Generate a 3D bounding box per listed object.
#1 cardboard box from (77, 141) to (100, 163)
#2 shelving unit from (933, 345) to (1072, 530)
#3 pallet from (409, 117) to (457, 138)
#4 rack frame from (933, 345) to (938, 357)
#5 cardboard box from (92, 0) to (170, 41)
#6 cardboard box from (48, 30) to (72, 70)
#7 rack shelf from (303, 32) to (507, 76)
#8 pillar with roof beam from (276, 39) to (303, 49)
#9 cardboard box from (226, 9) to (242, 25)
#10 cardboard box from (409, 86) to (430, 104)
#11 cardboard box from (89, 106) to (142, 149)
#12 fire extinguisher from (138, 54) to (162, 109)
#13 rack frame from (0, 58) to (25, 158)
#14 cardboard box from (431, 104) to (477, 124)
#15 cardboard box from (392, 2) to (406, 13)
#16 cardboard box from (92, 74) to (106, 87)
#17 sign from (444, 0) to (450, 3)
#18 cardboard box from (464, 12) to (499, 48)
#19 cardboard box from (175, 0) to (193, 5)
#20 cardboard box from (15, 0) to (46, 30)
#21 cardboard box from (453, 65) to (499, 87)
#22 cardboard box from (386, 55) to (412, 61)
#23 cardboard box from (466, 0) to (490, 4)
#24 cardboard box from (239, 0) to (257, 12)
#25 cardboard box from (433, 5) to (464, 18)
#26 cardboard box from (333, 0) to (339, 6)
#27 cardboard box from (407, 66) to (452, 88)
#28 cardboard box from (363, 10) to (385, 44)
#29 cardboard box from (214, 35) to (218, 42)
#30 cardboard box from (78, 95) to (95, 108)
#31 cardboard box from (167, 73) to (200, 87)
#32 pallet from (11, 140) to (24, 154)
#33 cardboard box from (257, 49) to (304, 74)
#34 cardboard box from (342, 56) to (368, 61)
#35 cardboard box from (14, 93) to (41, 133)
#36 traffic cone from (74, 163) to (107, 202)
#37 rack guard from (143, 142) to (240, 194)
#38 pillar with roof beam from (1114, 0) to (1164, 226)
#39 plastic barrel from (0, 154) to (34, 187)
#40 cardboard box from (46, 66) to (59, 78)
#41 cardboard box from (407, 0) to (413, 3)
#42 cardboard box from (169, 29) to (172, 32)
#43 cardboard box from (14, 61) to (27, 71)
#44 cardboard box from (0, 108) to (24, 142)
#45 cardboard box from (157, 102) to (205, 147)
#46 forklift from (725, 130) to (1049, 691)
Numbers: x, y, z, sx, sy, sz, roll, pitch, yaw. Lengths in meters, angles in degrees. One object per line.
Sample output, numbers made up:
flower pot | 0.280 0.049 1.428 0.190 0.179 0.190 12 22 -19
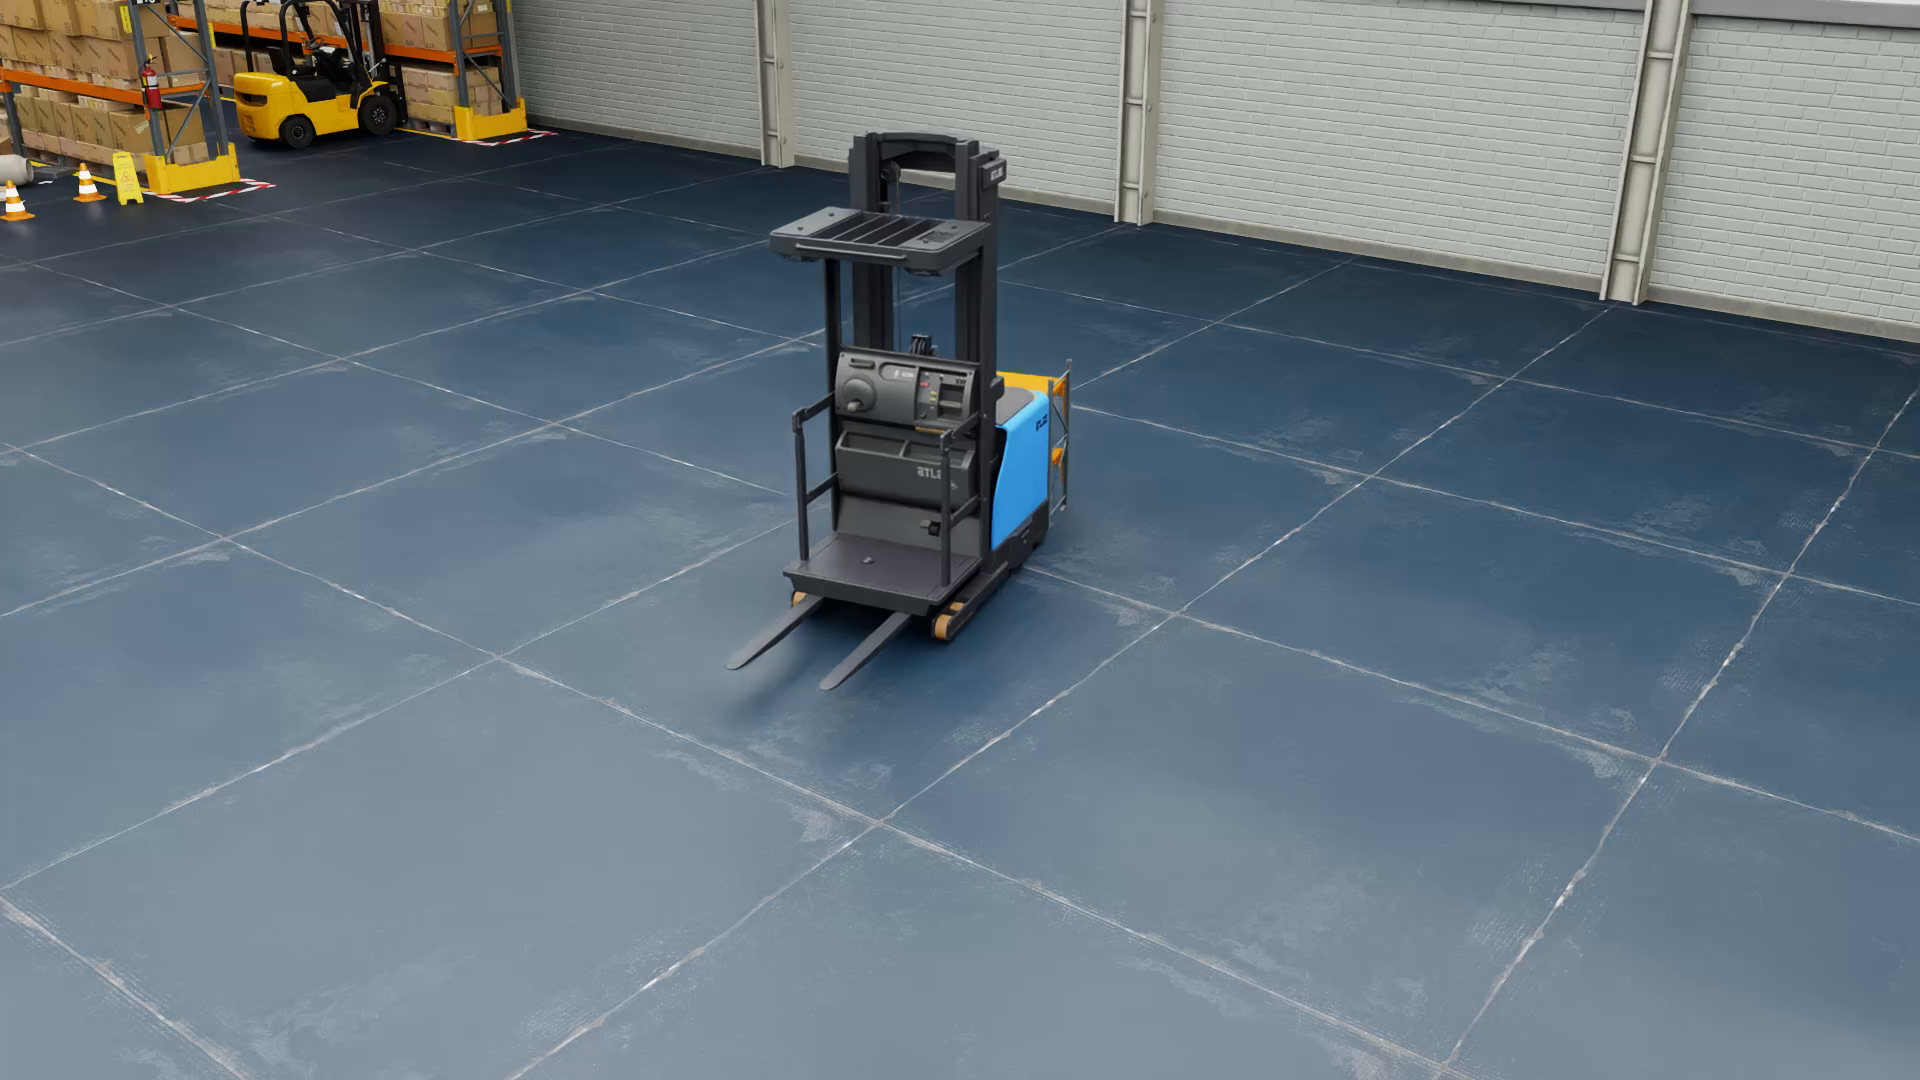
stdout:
cardboard box | -12.026 -5.493 23.386 0.500 0.250 0.500 16 28 31
shelving unit | 0.224 -0.752 12.061 1.048 1.125 0.538 8 25 18
pallet | -8.049 -6.695 26.684 1.213 0.211 1.003 17 29 33
rack frame | -0.256 -0.820 12.217 0.032 1.125 0.500 8 25 18
cardboard box | -10.926 -6.890 21.935 0.500 0.500 0.700 16 28 32
cardboard box | -12.176 -6.795 22.959 0.500 0.500 0.500 17 29 34
rack shelf | -9.013 -7.954 26.975 4.000 0.370 1.077 17 29 33
pillar with roof beam | -14.812 -11.066 25.706 0.400 9.000 9.100 17 29 33
cardboard box | -12.375 -9.108 28.888 0.500 0.250 0.500 18 29 35
cardboard box | -8.384 -7.104 26.423 0.500 0.250 0.500 16 29 33
cardboard box | -11.603 -5.709 22.947 0.500 0.500 0.500 18 30 35
fire extinguisher | -10.571 -5.986 21.711 0.183 0.674 0.296 17 29 33
rack frame | -13.587 -7.165 24.291 0.127 3.000 1.000 17 29 33
cardboard box | -7.978 -6.746 26.229 0.500 0.250 0.500 17 29 34
cardboard box | -8.685 -8.384 26.129 0.250 0.149 0.380 16 28 32
cardboard box | -11.500 -6.251 22.529 0.250 0.149 0.380 17 29 34
sign | -7.749 -8.267 25.062 0.005 0.325 0.100 17 29 33
cardboard box | -7.642 -8.055 26.188 0.500 0.500 0.500 18 29 35
cardboard box | -13.620 -9.701 29.612 0.500 0.250 0.500 17 29 33
cardboard box | -12.584 -7.367 23.018 0.500 0.500 0.700 16 28 32
cardboard box | -7.683 -7.369 26.403 0.500 0.250 0.500 16 29 33
cardboard box | -9.292 -7.858 27.513 0.500 0.250 0.500 17 29 34
cardboard box | -7.553 -8.429 25.863 0.250 0.149 0.380 16 28 32
cardboard box | -11.981 -9.211 28.502 0.500 0.250 0.500 17 29 34
cardboard box | -7.858 -8.136 25.567 0.250 0.149 0.380 17 29 34
cardboard box | -9.929 -8.748 26.956 0.250 0.149 0.380 18 29 34
cardboard box | -8.380 -7.324 26.301 0.500 0.250 0.500 17 29 34
cardboard box | -9.192 -8.250 26.631 0.500 0.500 0.500 17 29 34
cardboard box | -14.044 -9.306 30.926 0.250 0.149 0.380 19 30 36
cardboard box | -11.927 -6.074 22.971 0.250 0.149 0.380 18 30 35
cardboard box | -10.534 -6.232 22.485 0.250 0.149 0.380 17 29 33
pallet | -14.211 -6.077 25.280 1.213 0.211 1.003 17 29 33
cardboard box | -11.654 -8.185 29.032 0.625 0.625 0.875 16 29 33
cardboard box | -10.011 -7.814 27.413 0.500 0.250 0.500 17 29 33
cardboard box | -13.277 -6.212 24.088 0.500 0.500 0.500 18 30 36
traffic cone | -11.504 -4.724 21.899 0.334 0.463 0.336 17 29 33
rack guard | -10.447 -5.072 22.642 0.348 0.500 1.175 17 29 33
pillar with roof beam | -0.409 -6.714 15.827 0.400 9.000 9.100 17 29 33
plastic barrel | -12.947 -5.030 22.640 0.512 0.421 0.421 -5 24 -12
cardboard box | -12.509 -6.558 23.225 0.250 0.149 0.380 17 29 34
cardboard box | -8.422 -8.486 25.992 0.250 0.149 0.380 17 29 34
cardboard box | -11.015 -6.708 22.761 0.500 0.500 0.500 18 29 35
cardboard box | -13.294 -6.826 23.834 0.250 0.149 0.380 18 29 35
cardboard box | -14.008 -6.281 25.022 0.625 0.372 0.950 17 29 34
cardboard box | -10.885 -5.765 23.072 0.500 0.500 0.500 16 28 32
forklift | -0.432 -0.909 10.178 1.130 2.935 3.031 10 26 22
